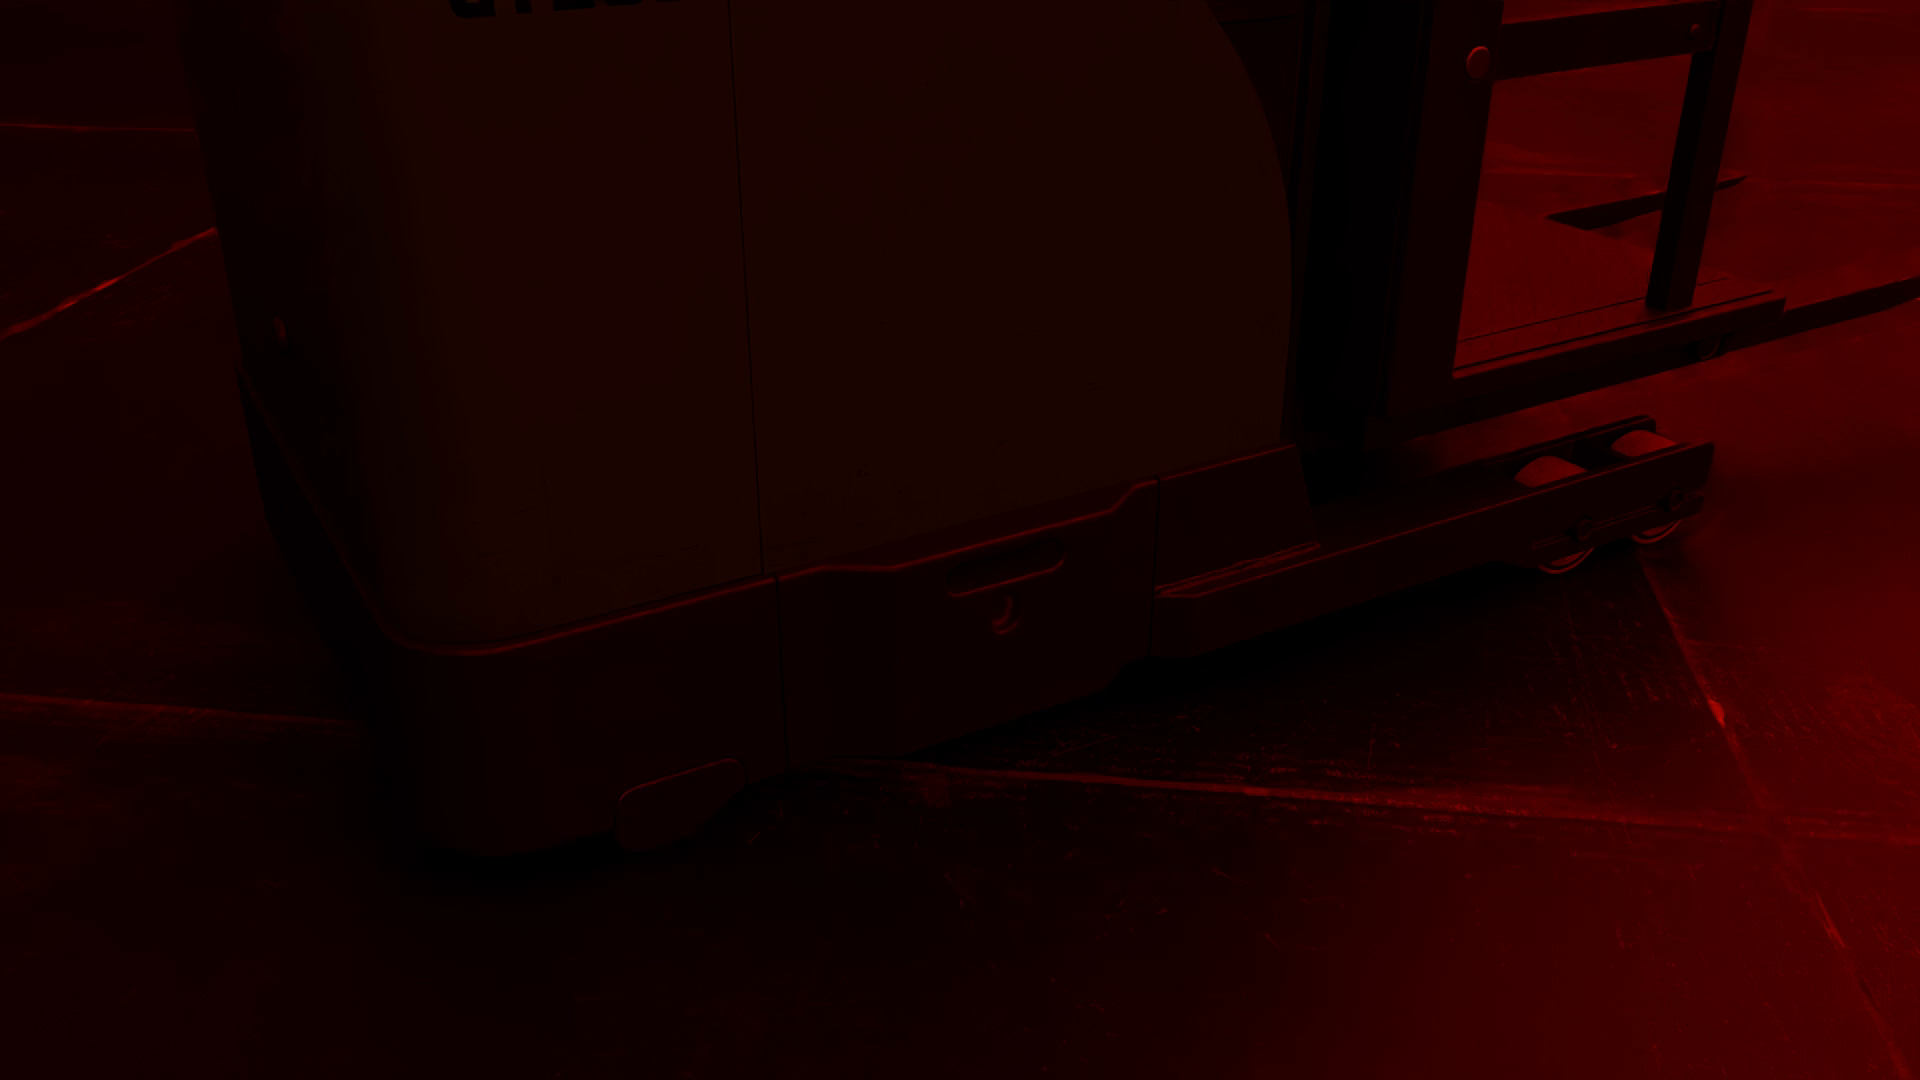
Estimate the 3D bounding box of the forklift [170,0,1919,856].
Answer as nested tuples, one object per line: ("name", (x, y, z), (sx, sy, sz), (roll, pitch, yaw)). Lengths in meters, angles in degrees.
("forklift", (0.526, -1.451, 2.124), (3.031, 2.935, 1.130), (-15, 30, -27))
